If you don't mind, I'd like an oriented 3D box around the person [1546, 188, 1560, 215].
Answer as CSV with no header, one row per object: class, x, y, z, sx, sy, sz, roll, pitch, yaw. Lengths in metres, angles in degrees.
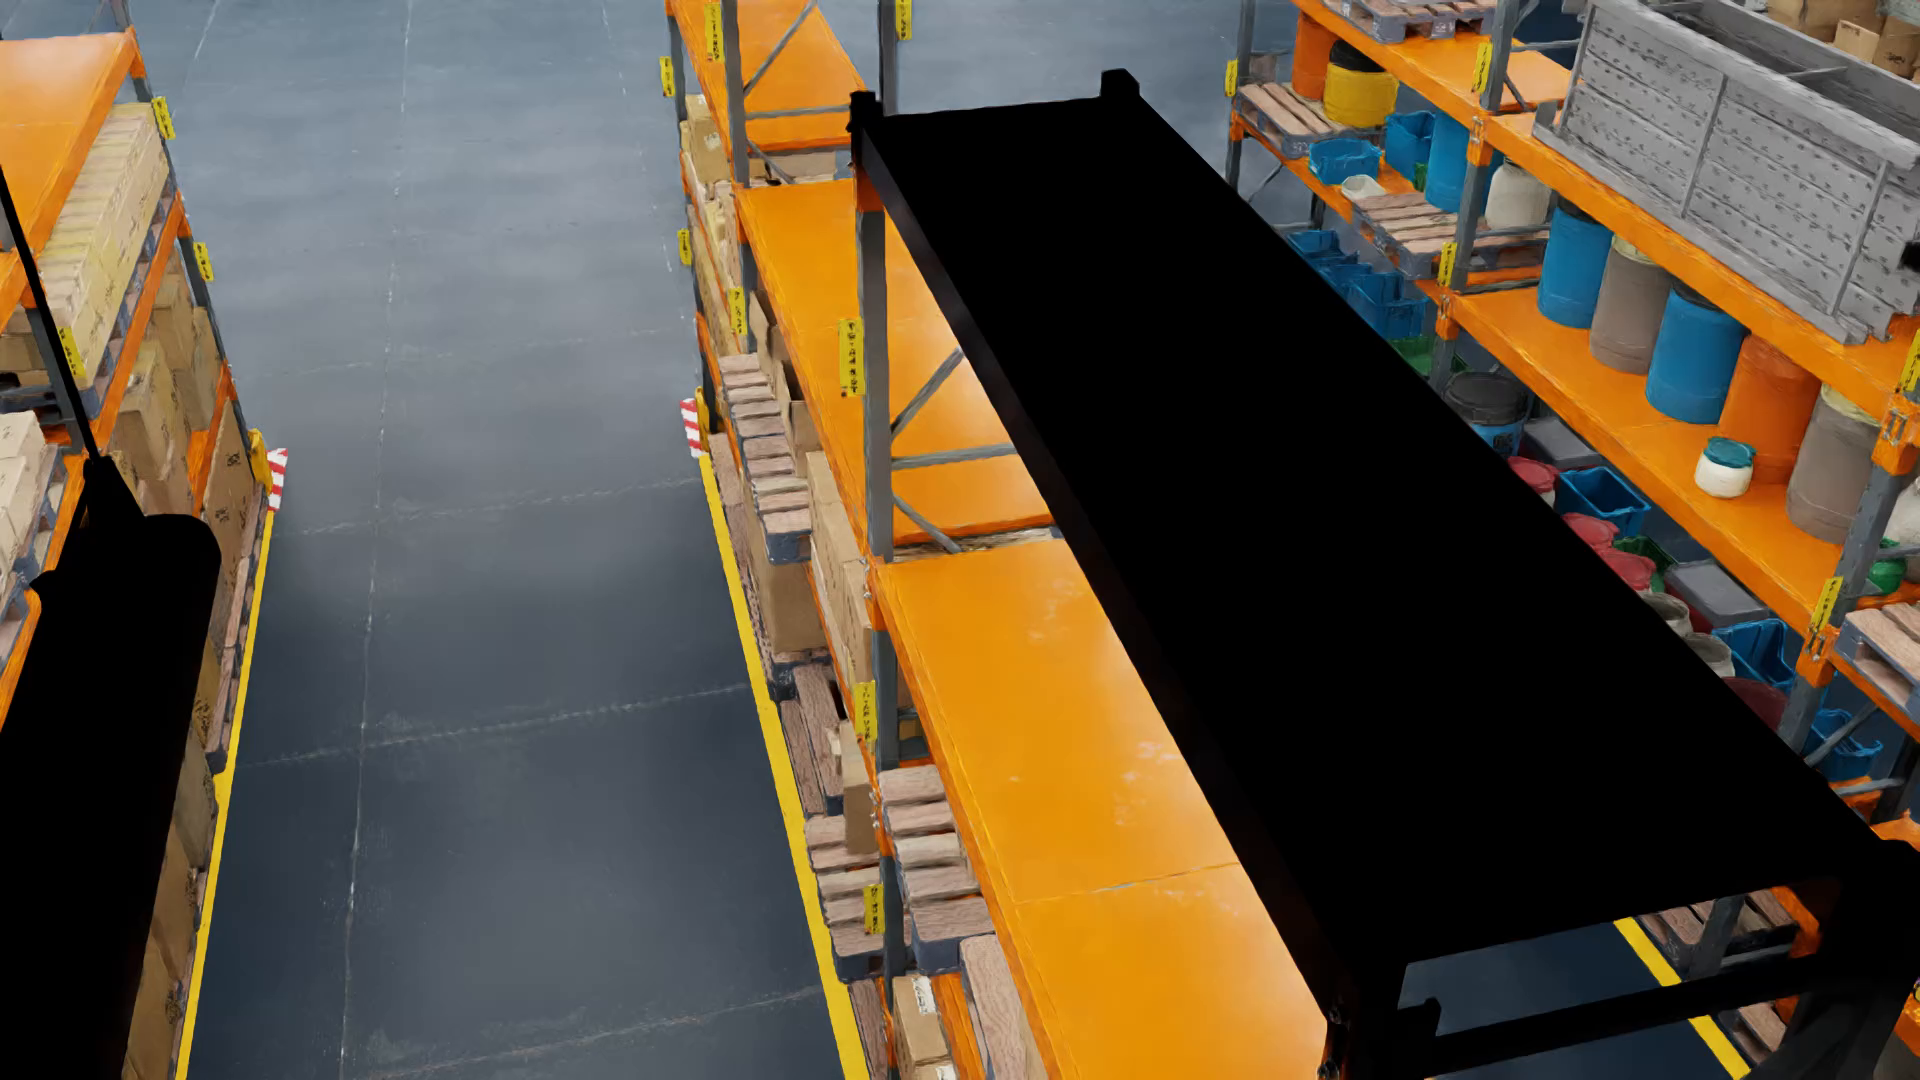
person,6.456,-3.704,18.096,0.603,1.590,0.831,-5,35,-7
